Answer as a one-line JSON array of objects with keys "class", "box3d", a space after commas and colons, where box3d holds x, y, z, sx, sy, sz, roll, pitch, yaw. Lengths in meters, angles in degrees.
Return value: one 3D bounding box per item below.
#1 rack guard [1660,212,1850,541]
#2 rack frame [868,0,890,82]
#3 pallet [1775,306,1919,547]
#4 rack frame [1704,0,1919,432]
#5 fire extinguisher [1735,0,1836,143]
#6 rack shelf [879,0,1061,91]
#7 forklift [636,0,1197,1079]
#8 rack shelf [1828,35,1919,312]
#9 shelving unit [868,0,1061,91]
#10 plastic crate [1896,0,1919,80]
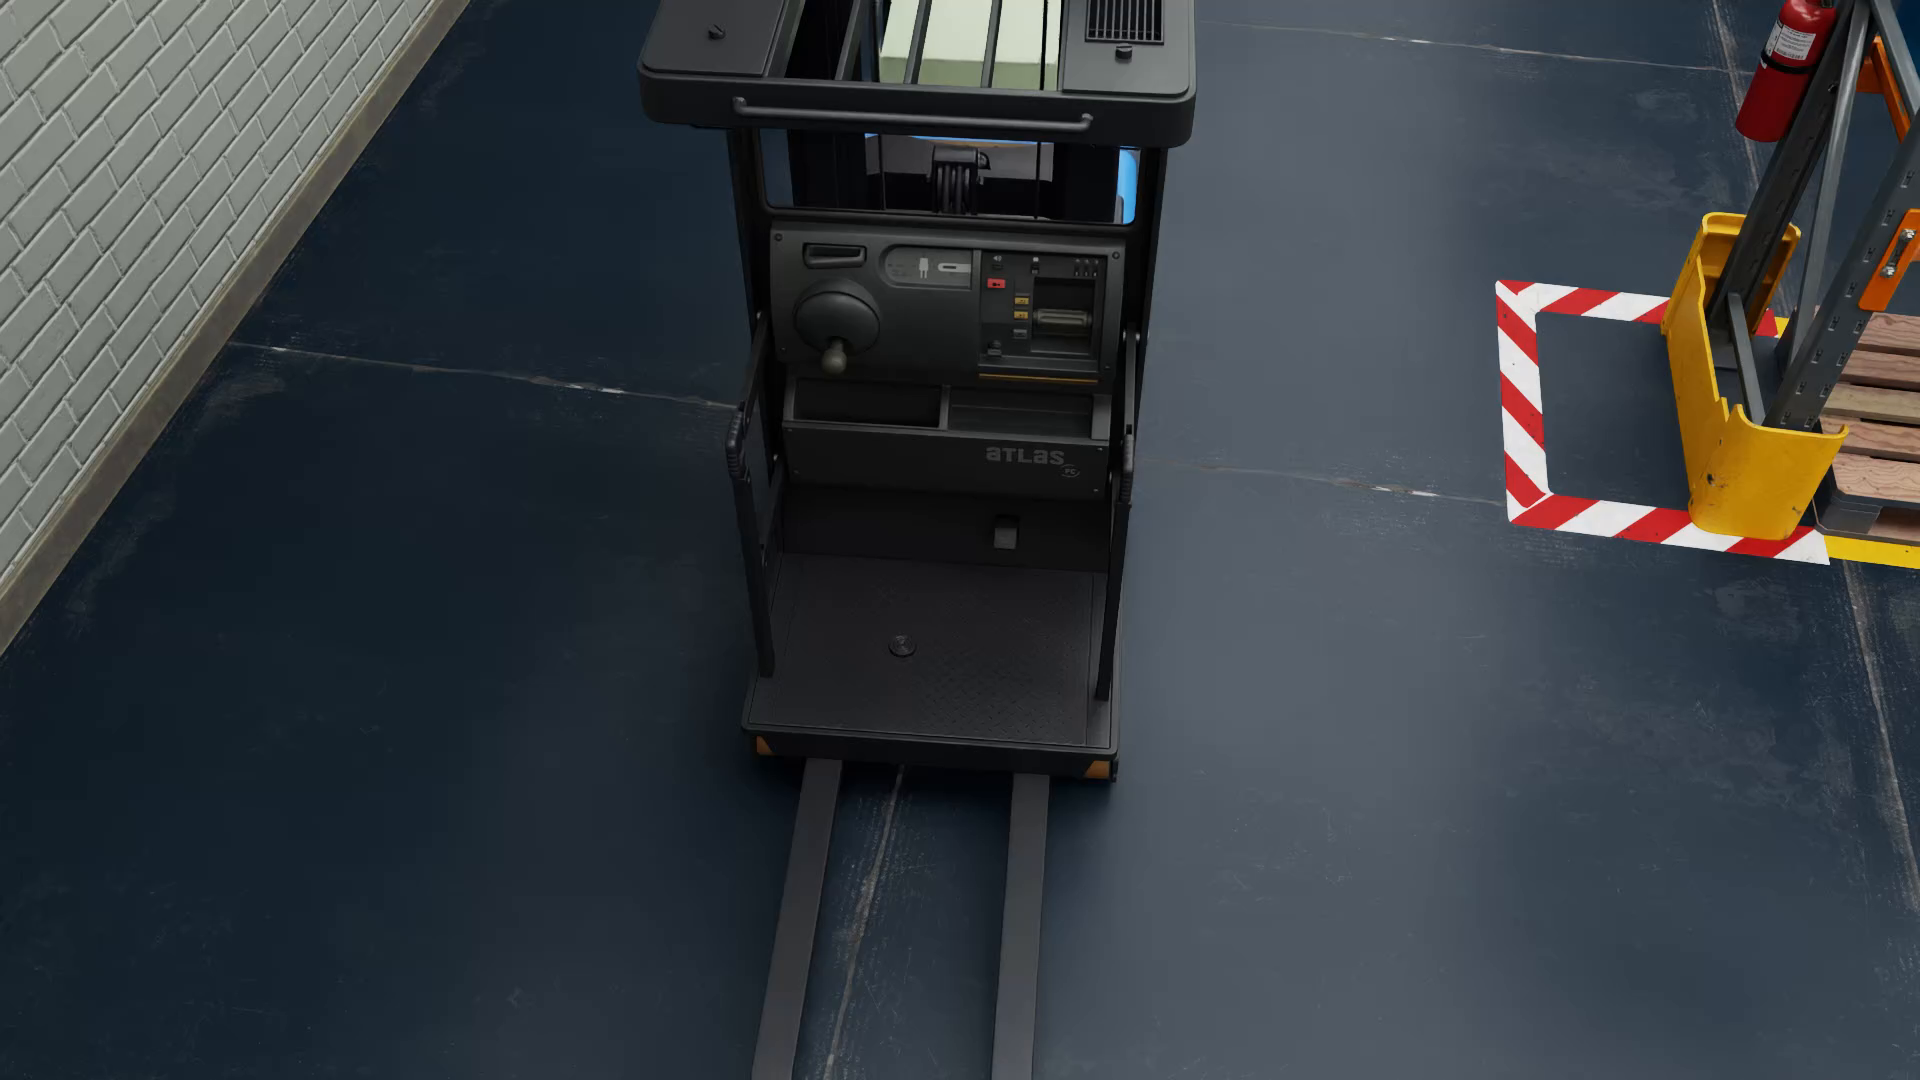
[{"class": "rack guard", "box3d": [2.817, -0.606, 5.958, 0.348, 0.500, 1.175, 8, 49, 7]}, {"class": "rack frame", "box3d": [-0.266, -1.363, 5.966, 0.023, 1.500, 0.400, 3, 48, 3]}, {"class": "pallet", "box3d": [3.648, -0.378, 5.948, 1.213, 0.211, 1.003, 8, 49, 7]}, {"class": "rack frame", "box3d": [2.843, -1.448, 5.034, 0.127, 3.000, 1.000, 8, 49, 7]}, {"class": "fire extinguisher", "box3d": [2.775, -1.650, 5.518, 0.183, 0.674, 0.296, 8, 49, 7]}, {"class": "rack shelf", "box3d": [0.099, -1.603, 5.657, 0.720, 0.370, 0.431, 3, 48, 3]}, {"class": "forklift", "box3d": [-0.053, -0.518, 4.245, 1.130, 2.935, 3.031, 4, 48, 3]}, {"class": "rack shelf", "box3d": [4.811, -0.943, 5.064, 4.000, 0.370, 1.077, 8, 49, 7]}, {"class": "shelving unit", "box3d": [0.099, -1.342, 5.947, 0.755, 1.500, 0.431, 3, 48, 3]}, {"class": "plastic crate", "box3d": [3.206, -1.572, 5.082, 0.499, 0.435, 0.616, 8, 49, 7]}]
